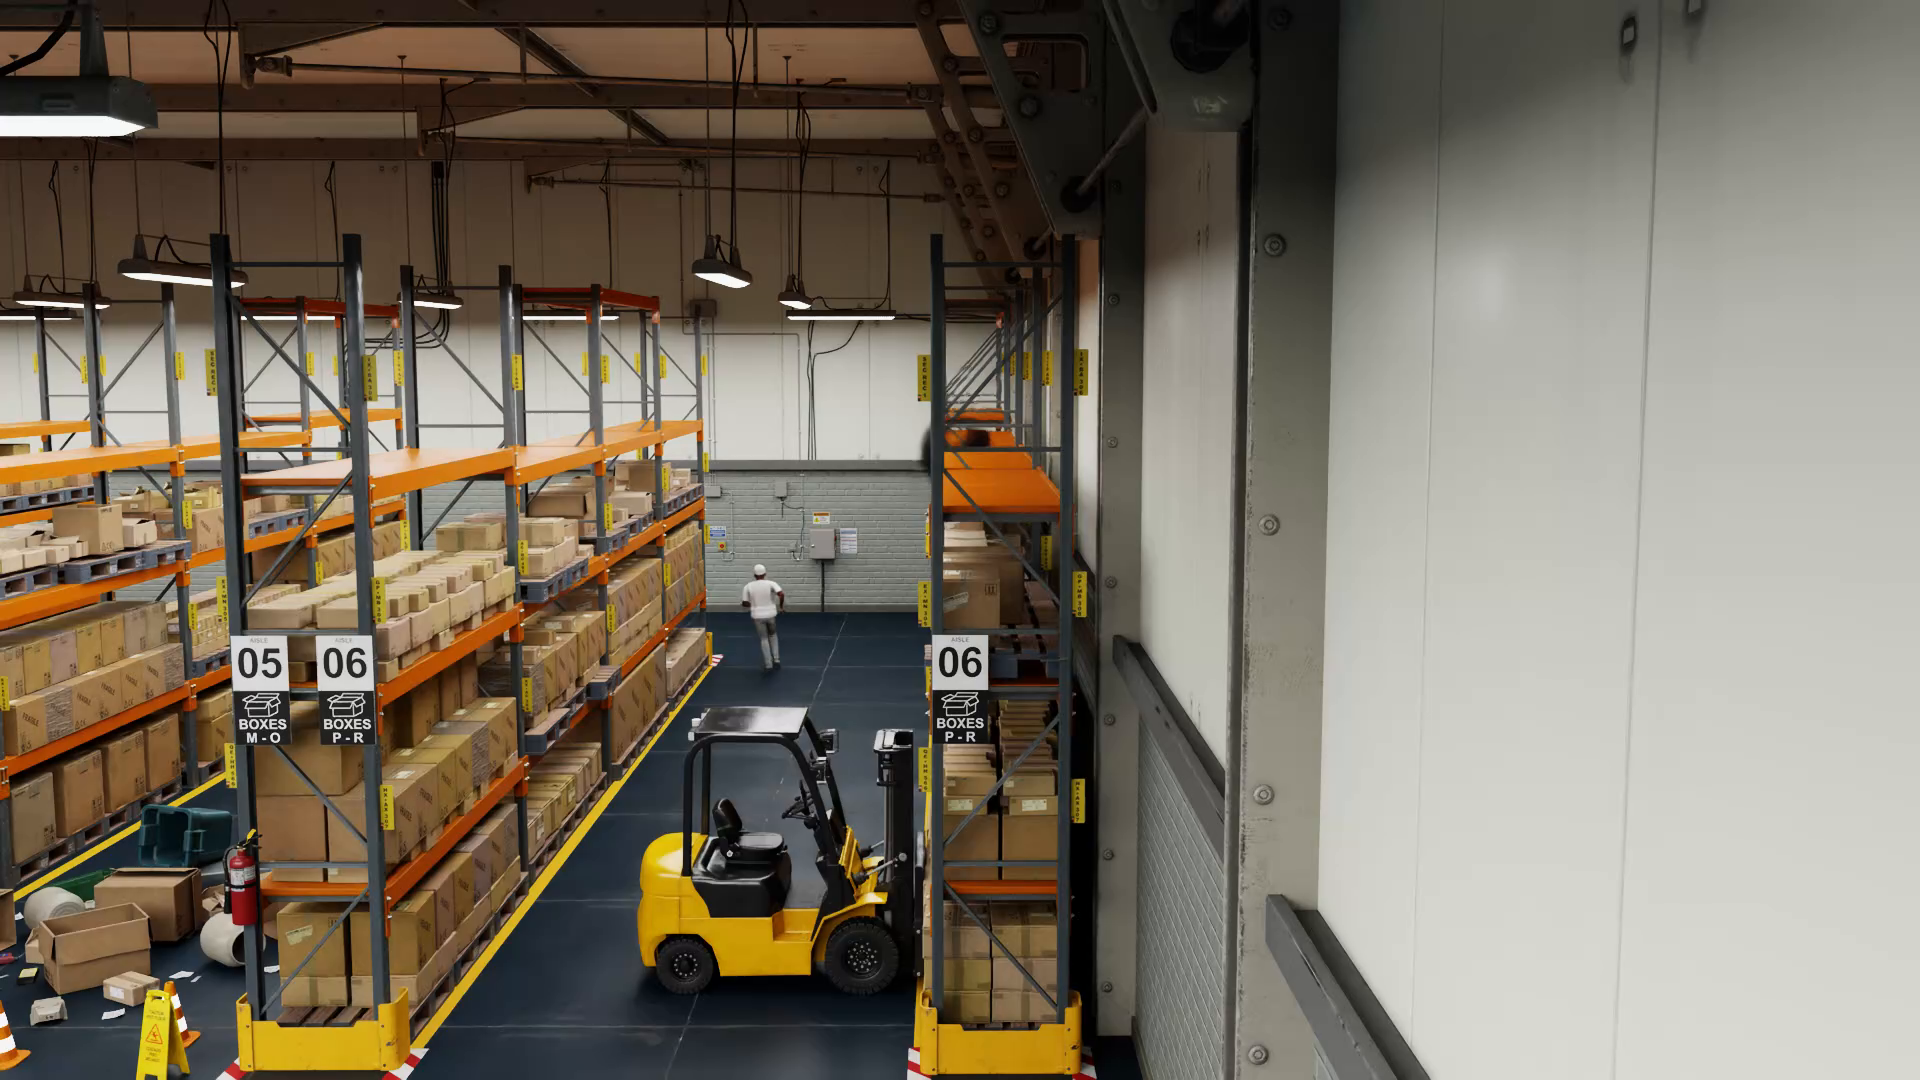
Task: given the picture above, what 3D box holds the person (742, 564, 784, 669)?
[{"bbox_3d":[-3.237,1.304,27.335,0.695,1.808,0.760,-1,6,-10],"label":"person"}]
